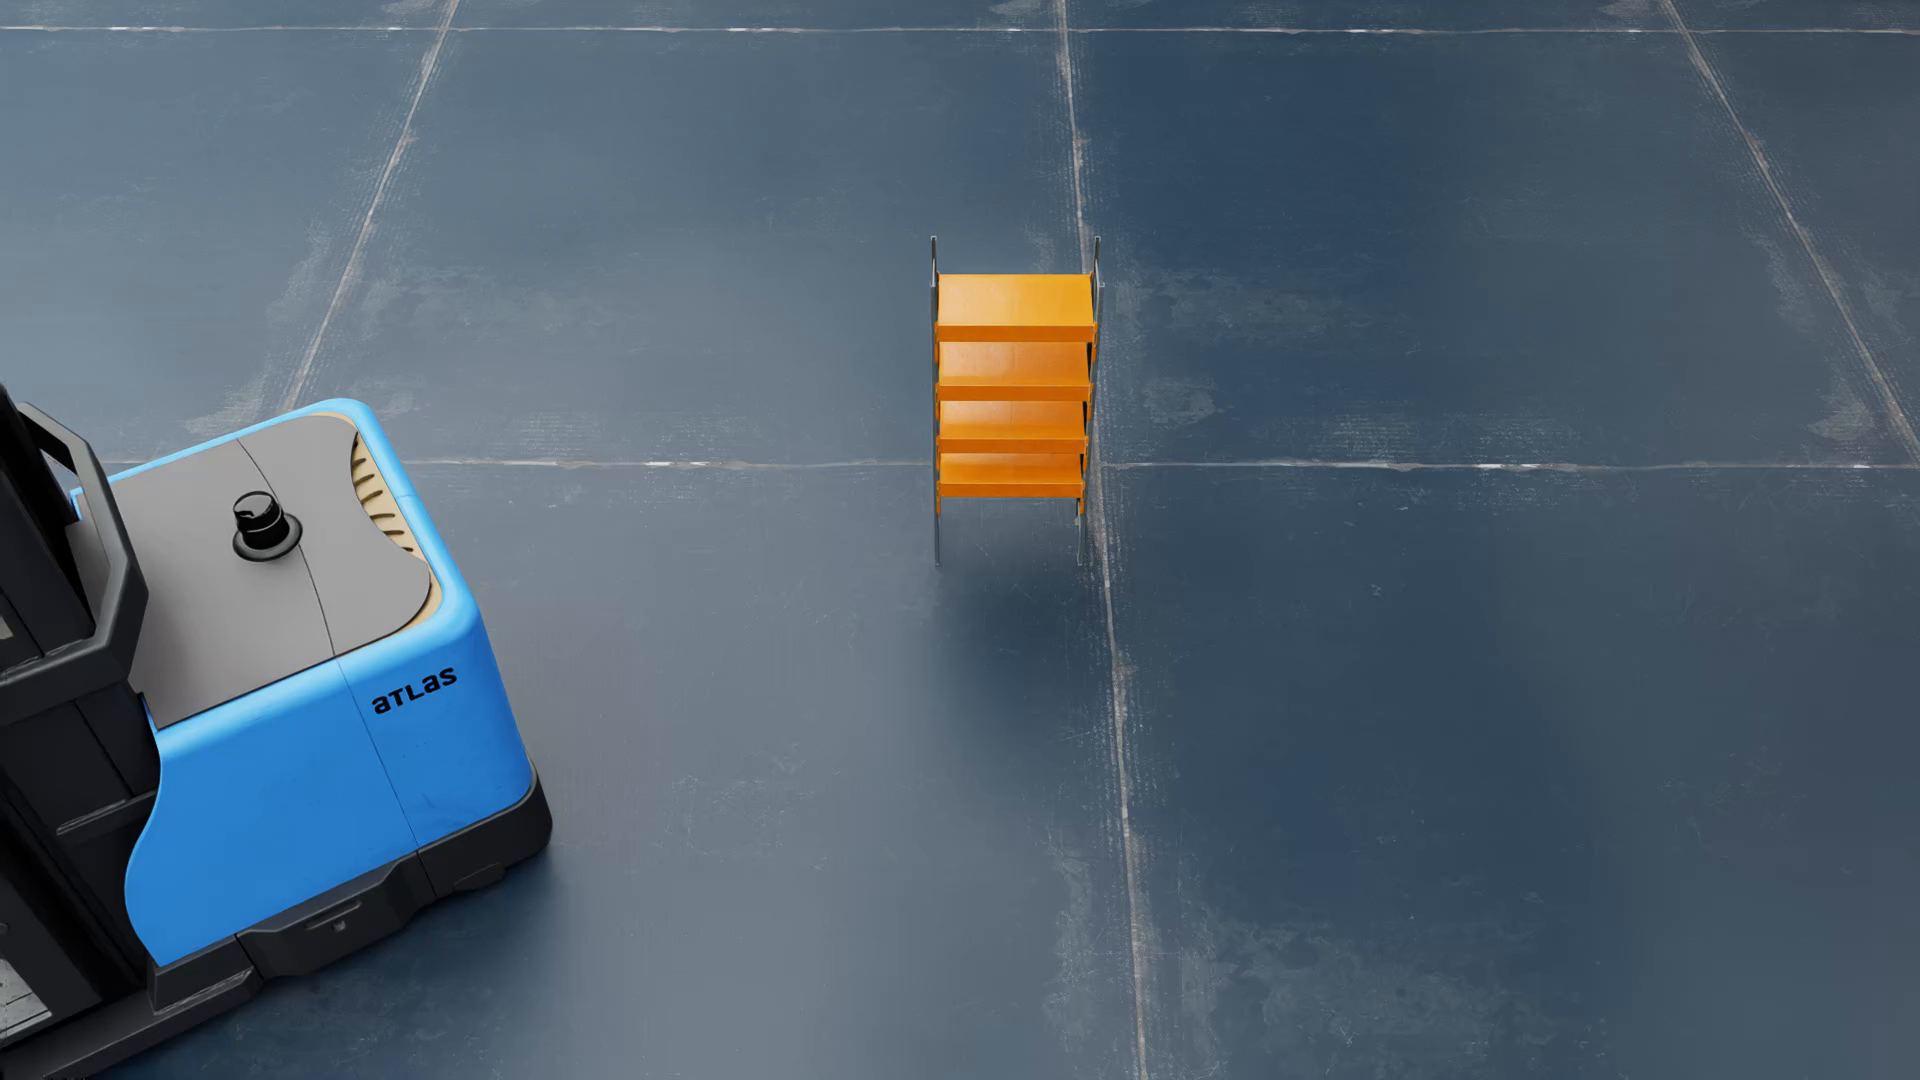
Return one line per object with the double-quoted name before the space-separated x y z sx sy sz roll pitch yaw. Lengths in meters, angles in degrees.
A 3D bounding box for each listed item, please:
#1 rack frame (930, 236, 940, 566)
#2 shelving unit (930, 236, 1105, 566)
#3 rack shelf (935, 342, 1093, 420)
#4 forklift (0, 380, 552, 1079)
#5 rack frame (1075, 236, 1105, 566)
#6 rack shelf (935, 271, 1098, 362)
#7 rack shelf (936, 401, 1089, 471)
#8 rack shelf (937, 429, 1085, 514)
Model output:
"rack frame" -0.078 -0.409 5.311 0.015 1.200 0.240 0 47 0
"shelving unit" 0.166 -0.408 5.310 0.503 1.200 0.258 0 47 0
"rack shelf" 0.166 -0.515 5.196 0.480 0.148 0.258 0 47 0
"forklift" -2.720 0.172 3.587 3.031 2.935 1.130 -24 52 -21
"rack frame" 0.410 -0.408 5.310 0.015 1.200 0.240 0 47 0
"rack shelf" 0.166 -0.676 5.023 0.480 0.148 0.258 0 47 0
"rack shelf" 0.166 -0.363 5.360 0.480 0.148 0.258 0 47 0
"rack shelf" 0.166 -0.227 5.505 0.480 0.148 0.258 0 47 0
